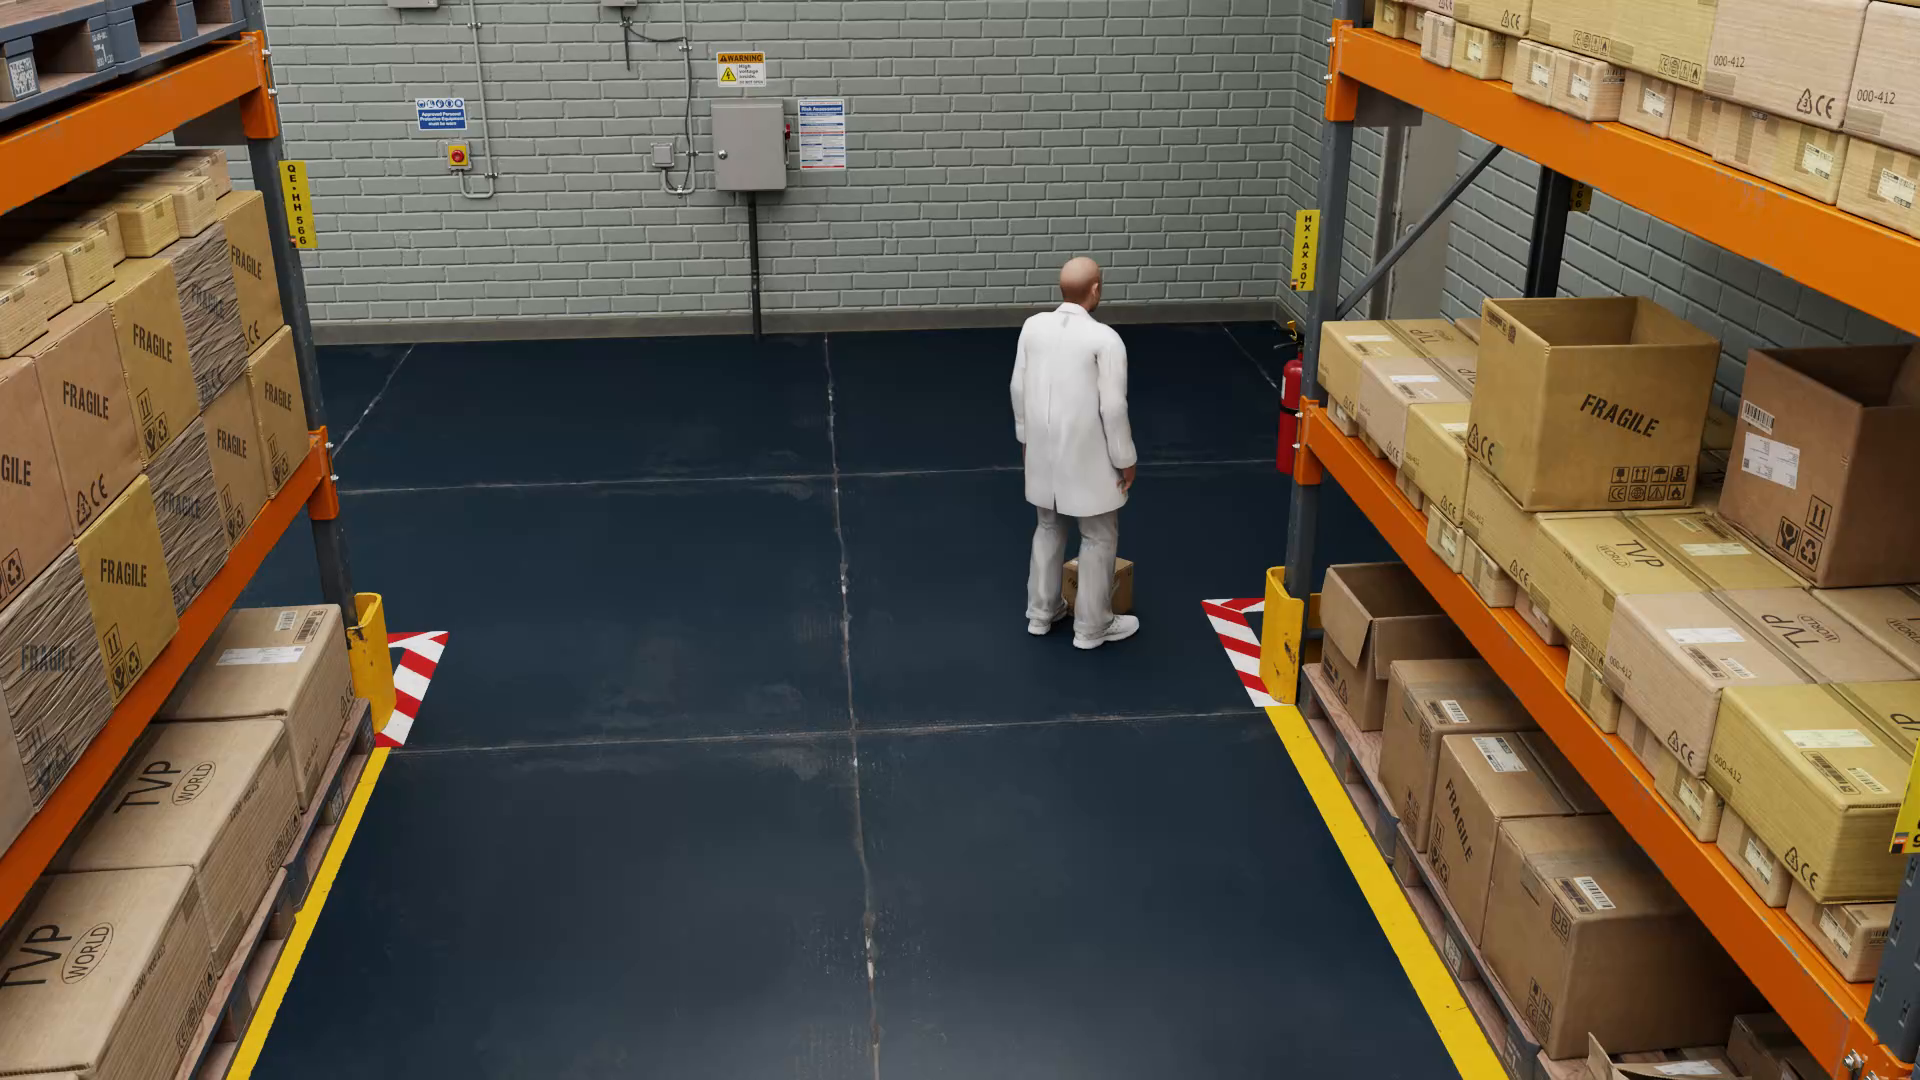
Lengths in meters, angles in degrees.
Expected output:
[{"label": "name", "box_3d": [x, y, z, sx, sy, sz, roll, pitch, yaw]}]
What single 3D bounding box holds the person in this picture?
[{"label": "person", "box_3d": [0.514, -0.393, 7.526, 0.642, 1.774, 0.421, 18, 29, 35]}]
